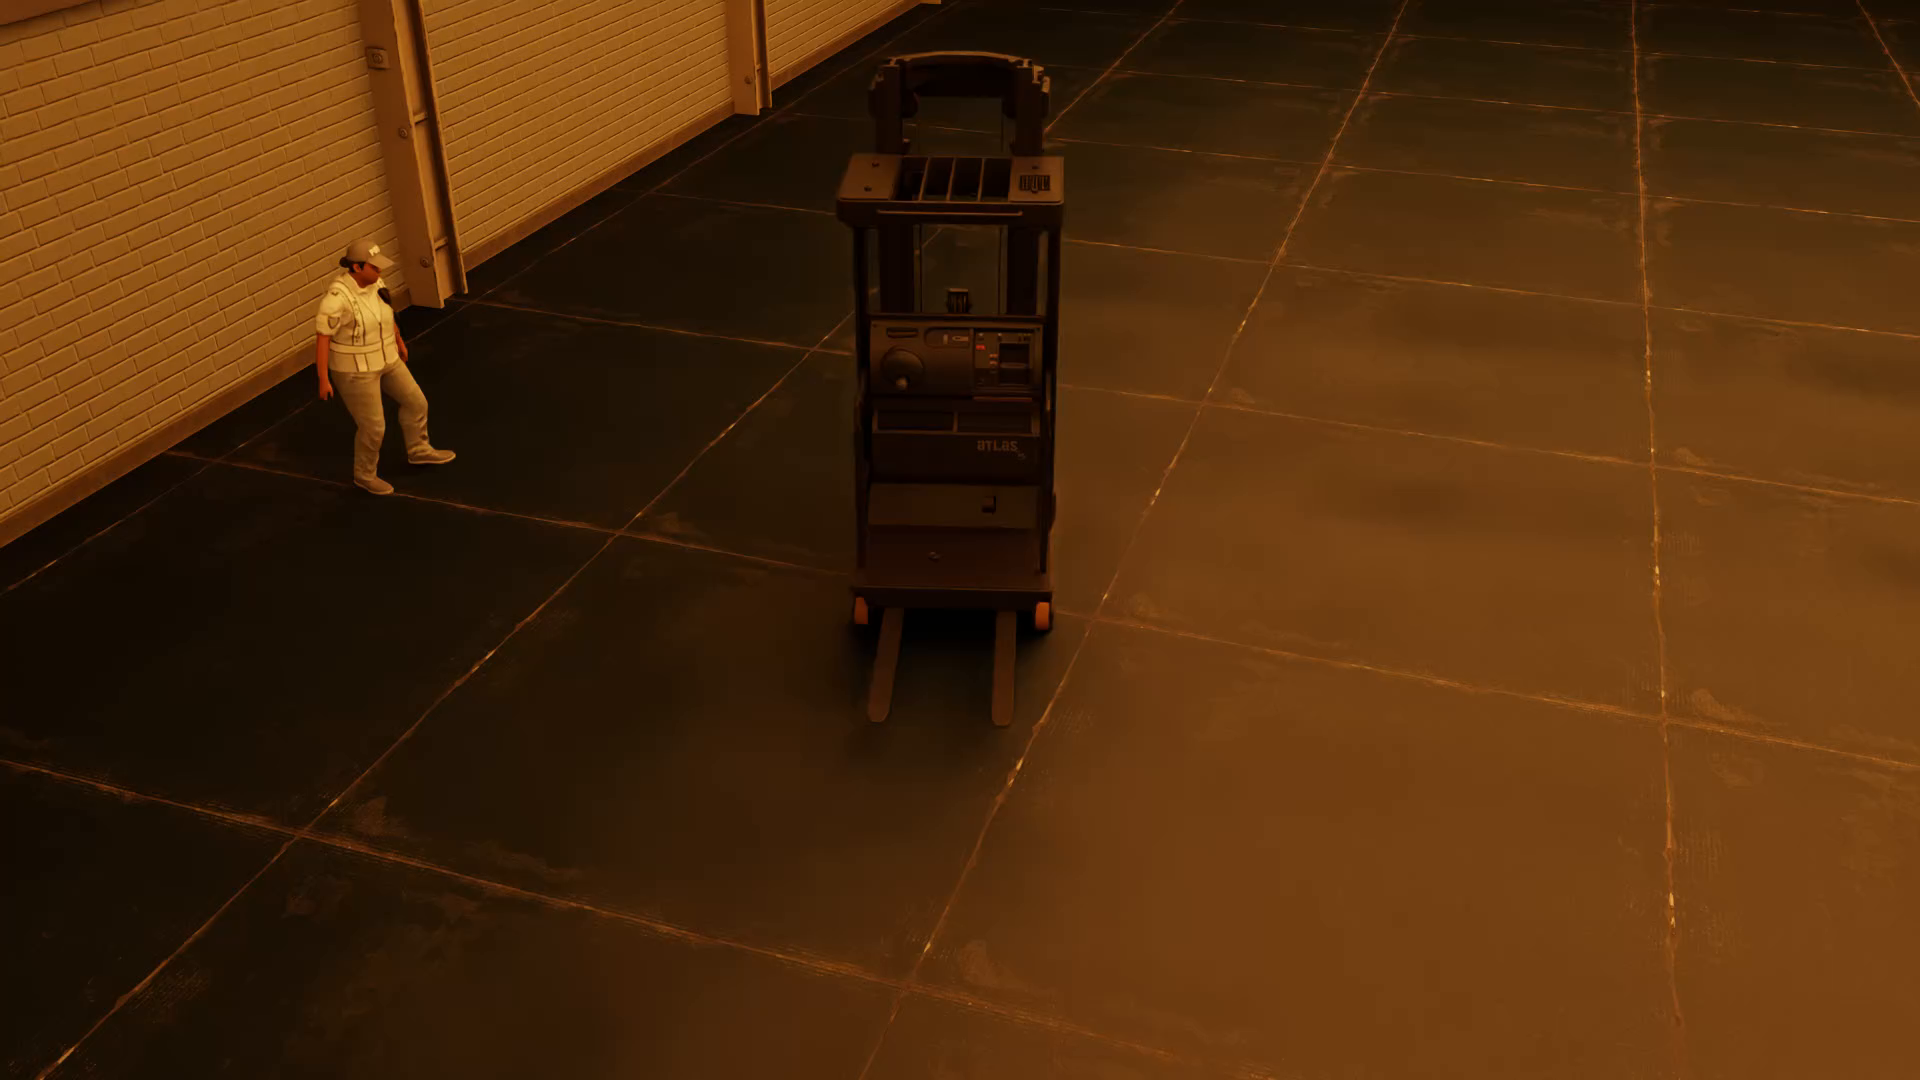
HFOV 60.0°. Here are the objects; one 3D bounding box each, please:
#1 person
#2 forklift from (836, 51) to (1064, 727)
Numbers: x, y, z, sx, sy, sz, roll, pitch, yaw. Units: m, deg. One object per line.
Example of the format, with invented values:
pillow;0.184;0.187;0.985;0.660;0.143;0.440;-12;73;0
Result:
person;-3.640;-1.101;10.389;0.470;1.637;0.810;12;32;21
forklift;-0.029;-0.935;8.777;1.130;2.935;3.031;1;30;2
